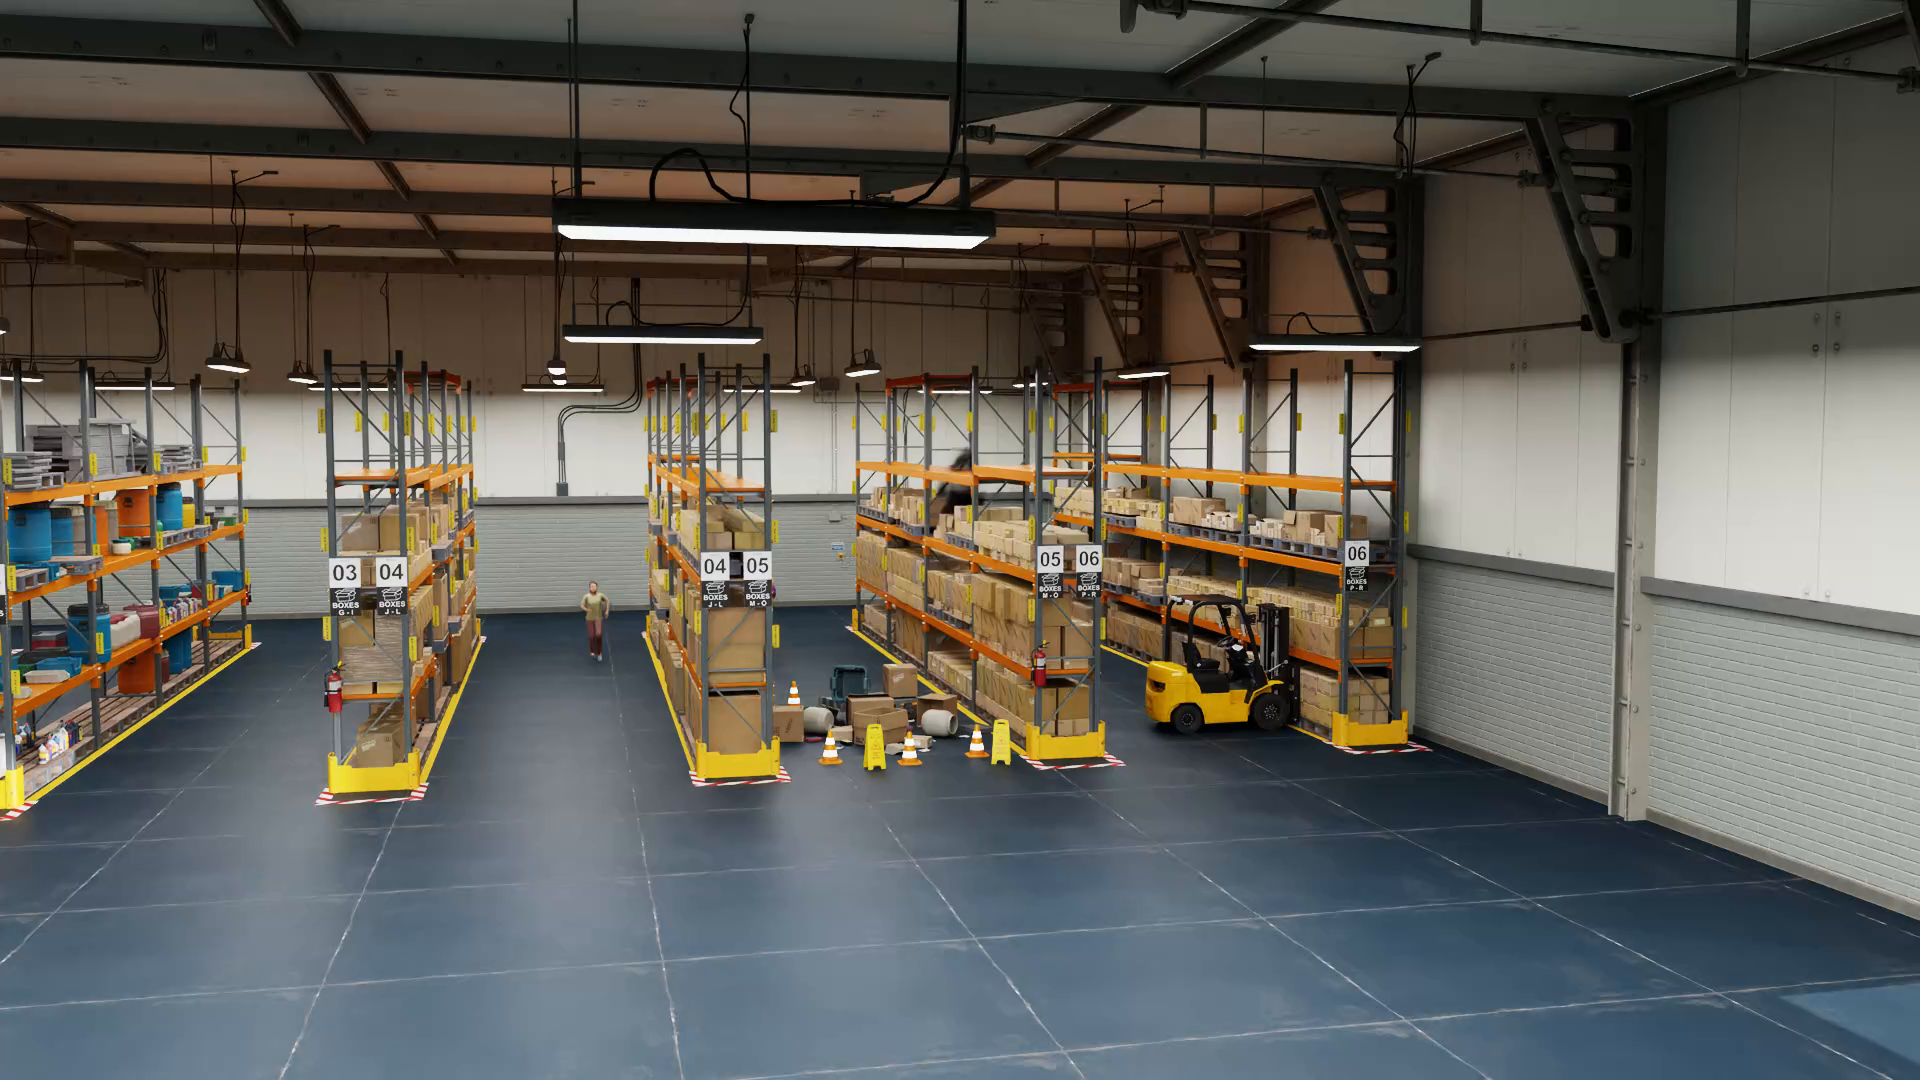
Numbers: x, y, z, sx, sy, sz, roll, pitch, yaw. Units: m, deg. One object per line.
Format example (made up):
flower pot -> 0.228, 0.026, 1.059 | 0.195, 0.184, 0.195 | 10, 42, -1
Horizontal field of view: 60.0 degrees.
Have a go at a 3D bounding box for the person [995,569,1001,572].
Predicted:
person -> 0.880, 1.492, 37.176 | 0.649, 1.769, 0.984 | -1, 4, -20

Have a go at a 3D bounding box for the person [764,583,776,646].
person -> -4.456, 1.504, 37.220 | 0.688, 1.788, 0.891 | -1, 4, -11

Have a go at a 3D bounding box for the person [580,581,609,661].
person -> -7.754, 1.730, 35.325 | 0.597, 1.723, 0.697 | -1, 4, -11
